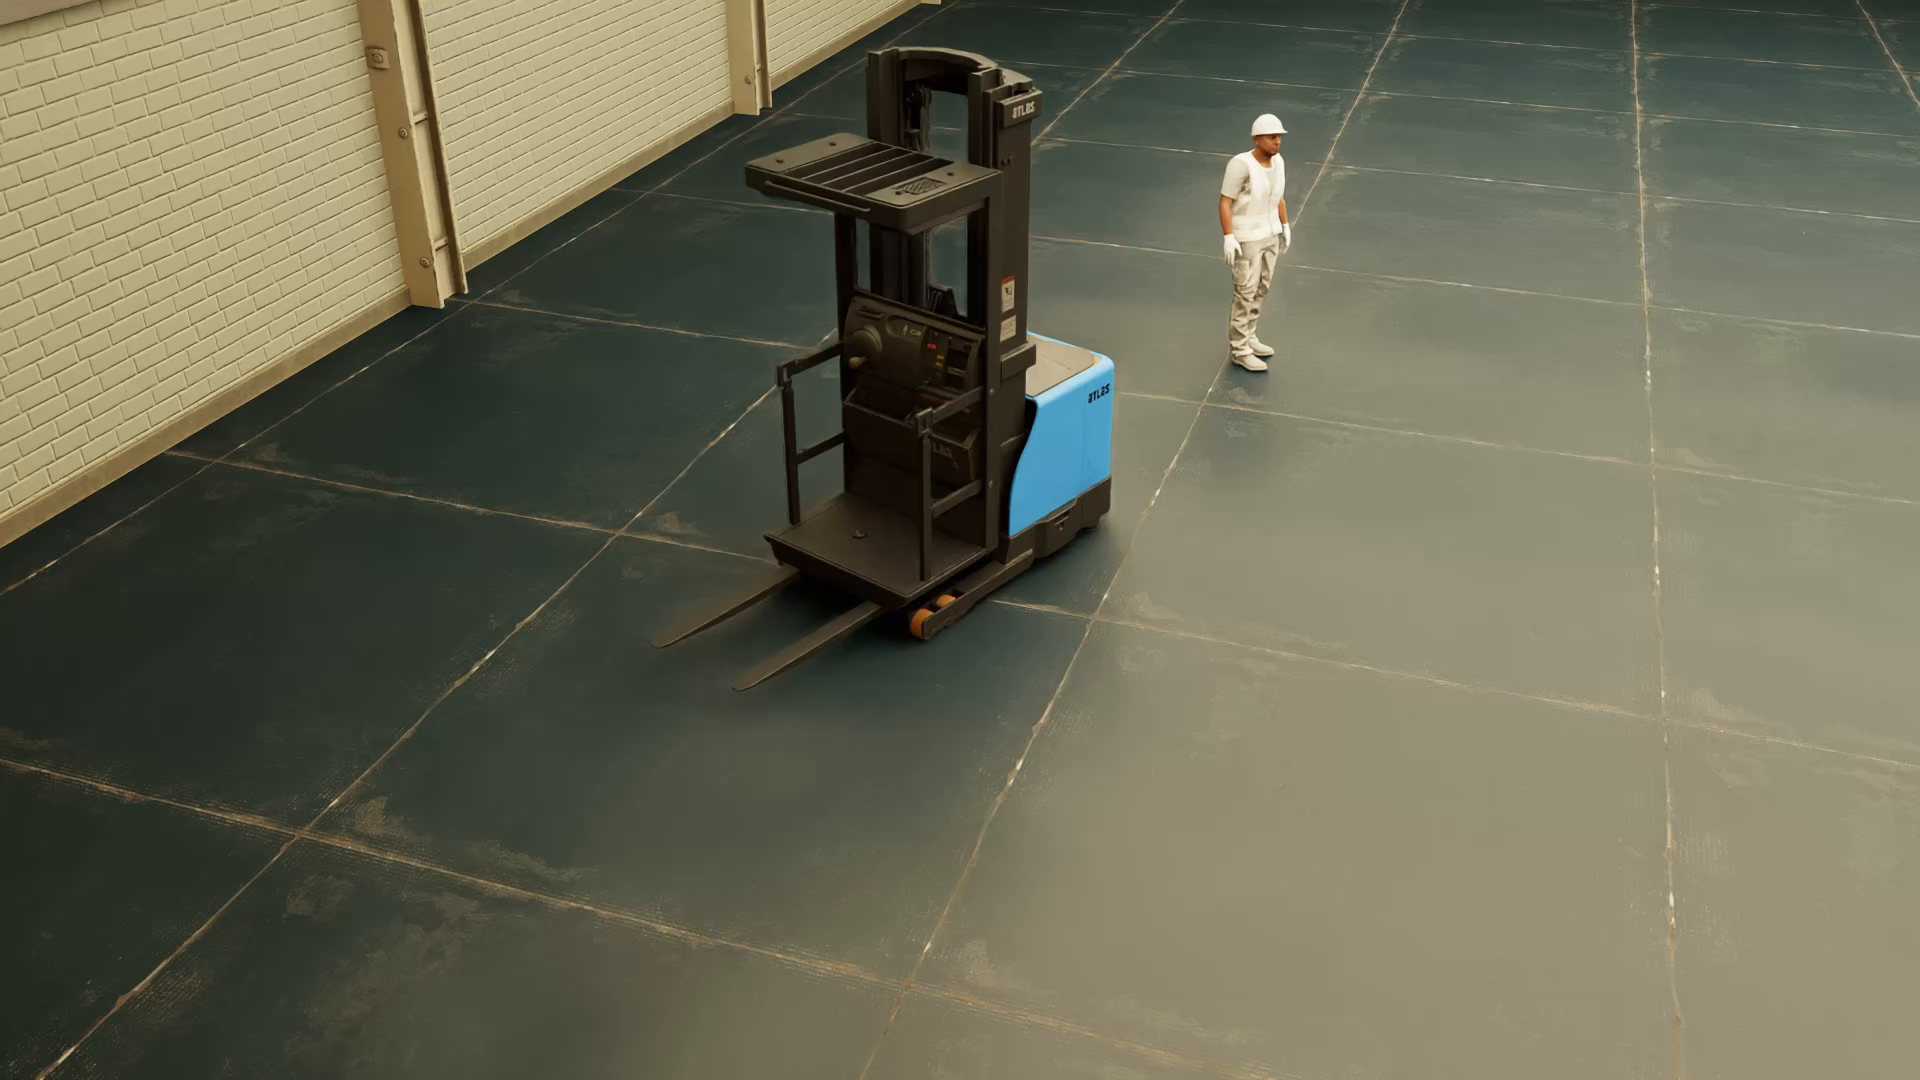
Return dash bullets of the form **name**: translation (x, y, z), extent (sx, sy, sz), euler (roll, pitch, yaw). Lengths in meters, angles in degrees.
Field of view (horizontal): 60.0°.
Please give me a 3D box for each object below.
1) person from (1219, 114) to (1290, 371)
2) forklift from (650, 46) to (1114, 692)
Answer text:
- **person**: translation (2.208, -2.173, 12.109), extent (0.696, 1.784, 0.567), euler (-25, 38, -37)
- **forklift**: translation (-0.399, -1.007, 8.902), extent (1.130, 2.935, 3.031), euler (22, 36, 34)
